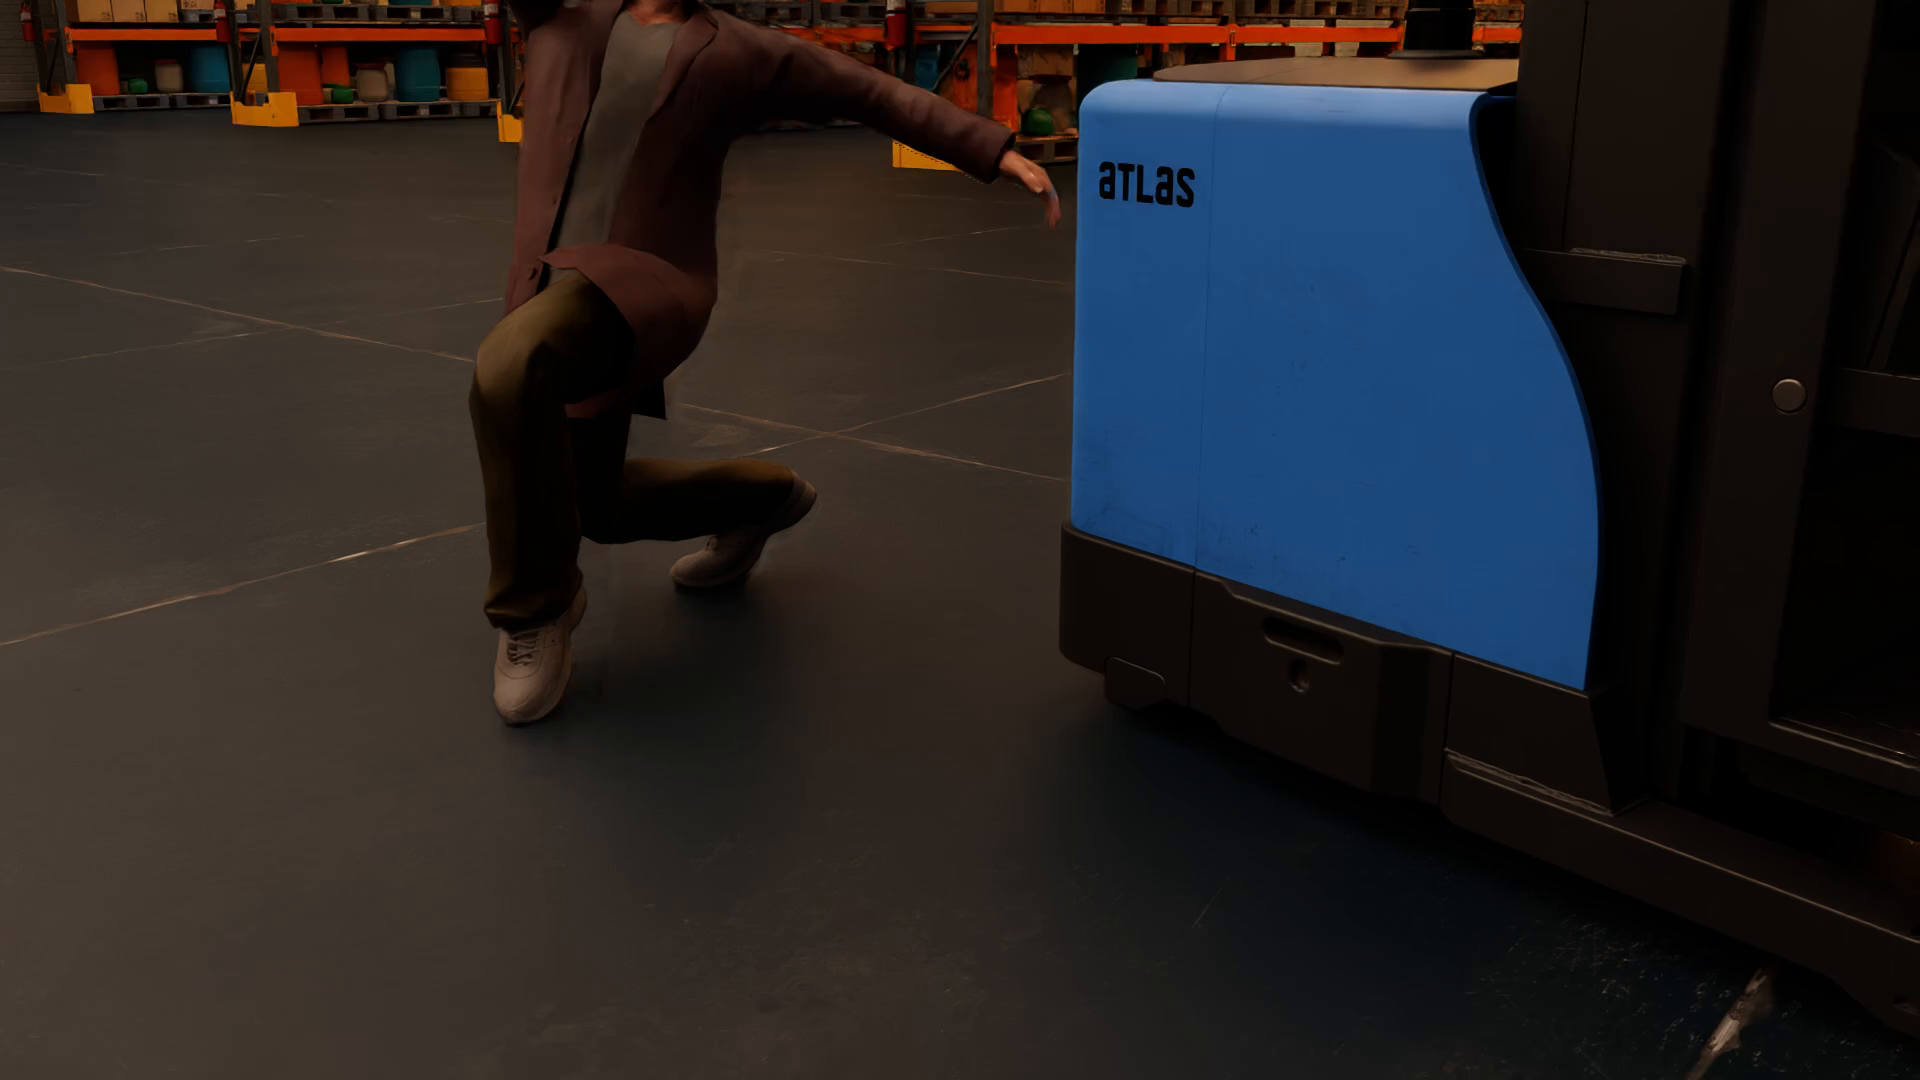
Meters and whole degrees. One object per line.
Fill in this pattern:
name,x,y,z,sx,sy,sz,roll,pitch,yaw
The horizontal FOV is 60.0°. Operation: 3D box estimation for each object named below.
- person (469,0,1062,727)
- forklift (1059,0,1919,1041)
person,-0.413,-0.495,3.063,1.044,1.477,1.030,6,18,18
forklift,1.511,-0.897,1.852,1.130,2.935,3.031,-14,22,-38
